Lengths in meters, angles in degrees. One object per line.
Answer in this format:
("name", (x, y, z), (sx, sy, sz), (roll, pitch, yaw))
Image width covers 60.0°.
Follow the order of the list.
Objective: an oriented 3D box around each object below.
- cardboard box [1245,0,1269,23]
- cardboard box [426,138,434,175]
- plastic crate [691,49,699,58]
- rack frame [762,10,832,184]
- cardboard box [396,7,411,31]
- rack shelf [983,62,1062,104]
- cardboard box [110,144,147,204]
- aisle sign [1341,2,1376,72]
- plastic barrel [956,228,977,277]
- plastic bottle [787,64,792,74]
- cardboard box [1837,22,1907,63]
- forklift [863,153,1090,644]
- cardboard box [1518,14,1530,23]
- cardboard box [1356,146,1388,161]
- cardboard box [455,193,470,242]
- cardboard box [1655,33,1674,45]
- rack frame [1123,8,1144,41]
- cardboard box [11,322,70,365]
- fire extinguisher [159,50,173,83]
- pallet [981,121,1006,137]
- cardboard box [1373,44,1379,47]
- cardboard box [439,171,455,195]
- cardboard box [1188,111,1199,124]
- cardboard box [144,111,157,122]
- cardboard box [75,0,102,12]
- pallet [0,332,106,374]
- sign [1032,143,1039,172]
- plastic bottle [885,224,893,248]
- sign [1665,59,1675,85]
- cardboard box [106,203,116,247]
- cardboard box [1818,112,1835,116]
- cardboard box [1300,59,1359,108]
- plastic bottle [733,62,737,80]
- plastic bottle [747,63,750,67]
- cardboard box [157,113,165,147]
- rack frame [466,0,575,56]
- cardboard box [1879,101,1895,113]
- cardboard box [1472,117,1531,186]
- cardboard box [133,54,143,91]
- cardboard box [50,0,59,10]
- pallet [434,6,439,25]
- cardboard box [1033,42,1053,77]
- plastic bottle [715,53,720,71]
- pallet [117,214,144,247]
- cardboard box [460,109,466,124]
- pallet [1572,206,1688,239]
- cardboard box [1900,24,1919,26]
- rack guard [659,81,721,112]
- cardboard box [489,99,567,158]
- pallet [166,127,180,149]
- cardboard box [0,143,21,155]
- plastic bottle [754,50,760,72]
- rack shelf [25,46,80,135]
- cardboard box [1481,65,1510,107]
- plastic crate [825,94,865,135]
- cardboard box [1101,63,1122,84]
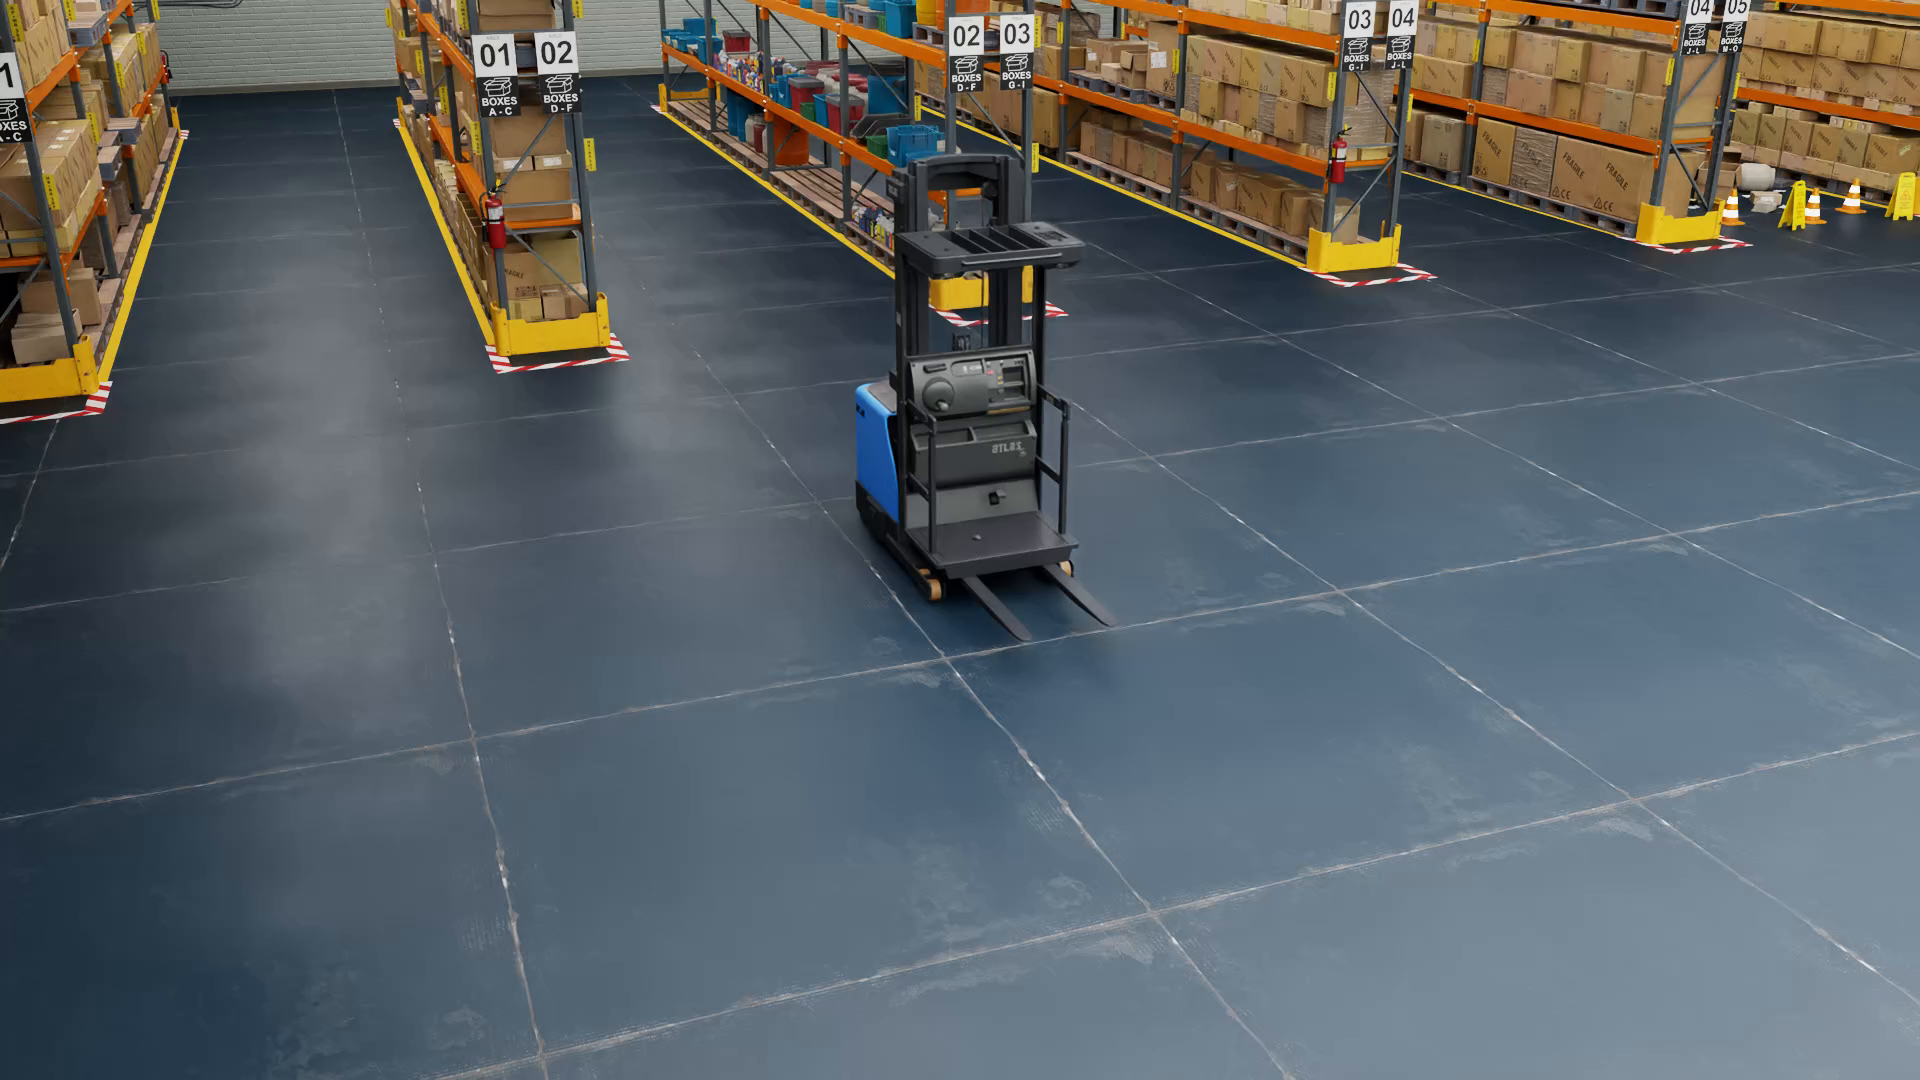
("cardboard box", (4.014, -6.799, 21.349), (0.500, 0.250, 0.500), (-9, 24, -20))
("cardboard box", (-7.871, -5.890, 25.515), (0.500, 0.500, 0.500), (-9, 25, -21))
("plastic crate", (-4.563, -8.746, 29.916), (0.437, 0.125, 0.590), (-8, 24, -19))
("rack frame", (-2.503, -7.022, 25.548), (1.000, 3.000, 0.127), (-8, 24, -19))
("cardboard box", (-9.334, -8.821, 28.401), (0.500, 0.500, 0.500), (-8, 24, -19))
("rack shelf", (1.424, -8.097, 29.024), (1.077, 0.370, 4.000), (-8, 24, -19))
("cardboard box", (-11.909, -5.151, 23.336), (0.750, 0.750, 0.750), (-9, 24, -20))
("aisle sign", (4.698, -5.929, 19.608), (0.394, 0.787, 0.004), (-8, 24, -19))
("plastic barrel", (0.019, -3.391, 19.596), (0.421, 0.512, 0.421), (0, 23, 0))
("plastic bottle", (-2.777, -7.630, 27.156), (0.097, 0.271, 0.097), (0, 23, 0))
("cardboard box", (13.395, -7.310, 24.433), (0.700, 0.500, 0.500), (-9, 24, -20))
("forklift", (0.118, -1.088, 11.559), (1.130, 2.935, 3.031), (-6, 24, -14))
("cardboard box", (10.785, -9.905, 30.973), (0.500, 0.500, 0.500), (-8, 24, -18))
("cardboard box", (5.079, -4.815, 20.636), (0.380, 0.149, 0.250), (-8, 24, -19))
("cardboard box", (-5.855, -3.951, 20.296), (0.500, 0.500, 0.500), (-8, 24, -19))
("cardboard box", (12.084, -8.489, 27.977), (0.500, 0.500, 0.500), (-7, 24, -17))
("rack frame", (3.980, -11.252, 35.585), (1.000, 3.000, 0.127), (-8, 24, -19))
("cardboard box", (-9.106, -1.983, 16.489), (0.500, 0.311, 0.500), (-11, 25, -25))
("fire extinguisher", (-14.219, -8.480, 29.587), (0.296, 0.674, 0.183), (-8, 24, -19))
("pallet", (1.060, -7.600, 30.510), (1.003, 0.211, 1.213), (-8, 24, -19))
("cardboard box", (7.135, -8.504, 27.649), (0.700, 0.500, 0.500), (-9, 24, -20))
("cardboard box", (-6.857, -4.923, 22.845), (0.500, 0.311, 0.500), (-9, 24, -20))
("cardboard box", (3.414, -5.920, 23.258), (0.380, 0.149, 0.250), (-8, 24, -19))
("cardboard box", (-13.303, -6.892, 27.082), (0.380, 0.149, 0.250), (-8, 24, -17))
("cardboard box", (-11.265, -6.788, 21.221), (0.500, 0.311, 0.500), (-8, 24, -19))
("pallet", (-9.226, -1.799, 16.745), (1.003, 0.211, 1.213), (-8, 24, -19))
("sign", (0.839, -4.317, 18.773), (0.100, 0.325, 0.005), (-8, 24, -19))
("plastic bottle", (-0.848, -3.816, 20.881), (0.152, 0.276, 0.135), (-9, 24, -20))
("sign", (9.120, -6.012, 21.356), (0.100, 0.325, 0.005), (-8, 24, -19))
("cardboard box", (-11.006, -3.897, 20.786), (0.700, 0.500, 0.500), (-8, 24, -18))
("cardboard box", (13.456, -6.517, 26.384), (0.500, 0.500, 0.500), (-8, 24, -18))
("cardboard box", (4.531, -5.605, 20.386), (0.500, 0.500, 0.500), (-8, 24, -19))
("plastic bottle", (-3.685, -7.729, 27.391), (0.097, 0.271, 0.097), (0, 23, 0))
("plastic bottle", (-3.481, -7.678, 27.270), (0.097, 0.271, 0.097), (0, 23, 0))
("cardboard box", (-13.706, -6.813, 27.731), (0.700, 0.500, 0.500), (-8, 24, -18))
("rack frame", (-4.312, -6.201, 15.877), (1.000, 3.000, 0.127), (-8, 24, -19))
("cardboard box", (13.631, -6.318, 24.202), (0.380, 0.149, 0.250), (-9, 24, -20))
("cardboard box", (8.376, -5.868, 25.006), (0.875, 0.875, 0.875), (-8, 24, -18))
("cardboard box", (-12.596, -6.991, 24.938), (0.500, 0.500, 0.500), (-8, 24, -19))
("cardboard box", (-9.723, -5.764, 17.259), (0.500, 0.500, 0.500), (-7, 24, -16))
("pallet", (-6.049, -6.503, 20.701), (0.805, 0.209, 1.217), (-9, 25, -21))
("cardboard box", (1.554, -8.075, 27.918), (0.500, 0.500, 0.500), (-9, 24, -19))
("plastic bottle", (-4.139, -8.181, 28.449), (0.061, 0.283, 0.133), (-8, 24, -19))
("pallet", (-11.497, -4.094, 22.191), (1.003, 0.211, 1.213), (-8, 24, -19))
("cardboard box", (-5.812, -5.111, 20.050), (0.380, 0.149, 0.250), (-8, 24, -19))
("pallet", (9.277, -4.433, 22.997), (1.003, 0.211, 1.213), (-8, 24, -19))
("cardboard box", (16.766, -8.994, 29.262), (0.380, 0.149, 0.250), (-9, 25, -21))
("rack guard", (-5.350, -8.784, 32.947), (1.175, 0.500, 0.348), (-8, 24, -19))
("cardboard box", (-4.484, -4.271, 17.223), (0.700, 0.500, 0.500), (-8, 24, -19))
("pallet", (-14.242, -7.005, 29.098), (1.003, 0.211, 1.213), (-8, 24, -19))
("cardboard box", (-9.844, -3.738, 16.959), (0.500, 0.500, 0.500), (-8, 24, -18))
("plastic bottle", (-3.420, -8.144, 28.273), (0.144, 0.351, 0.185), (-8, 24, -19))
("rack shelf", (-9.652, -4.533, 16.708), (1.077, 0.370, 4.000), (-8, 24, -19))
("cardboard box", (8.361, -6.829, 24.896), (0.875, 0.550, 0.550), (-8, 24, -19))
("plastic crate", (-1.548, -5.732, 22.405), (0.402, 0.464, 0.583), (-8, 24, -19))
("cardboard box", (2.507, -7.185, 25.588), (0.500, 0.250, 0.500), (-9, 24, -20))
